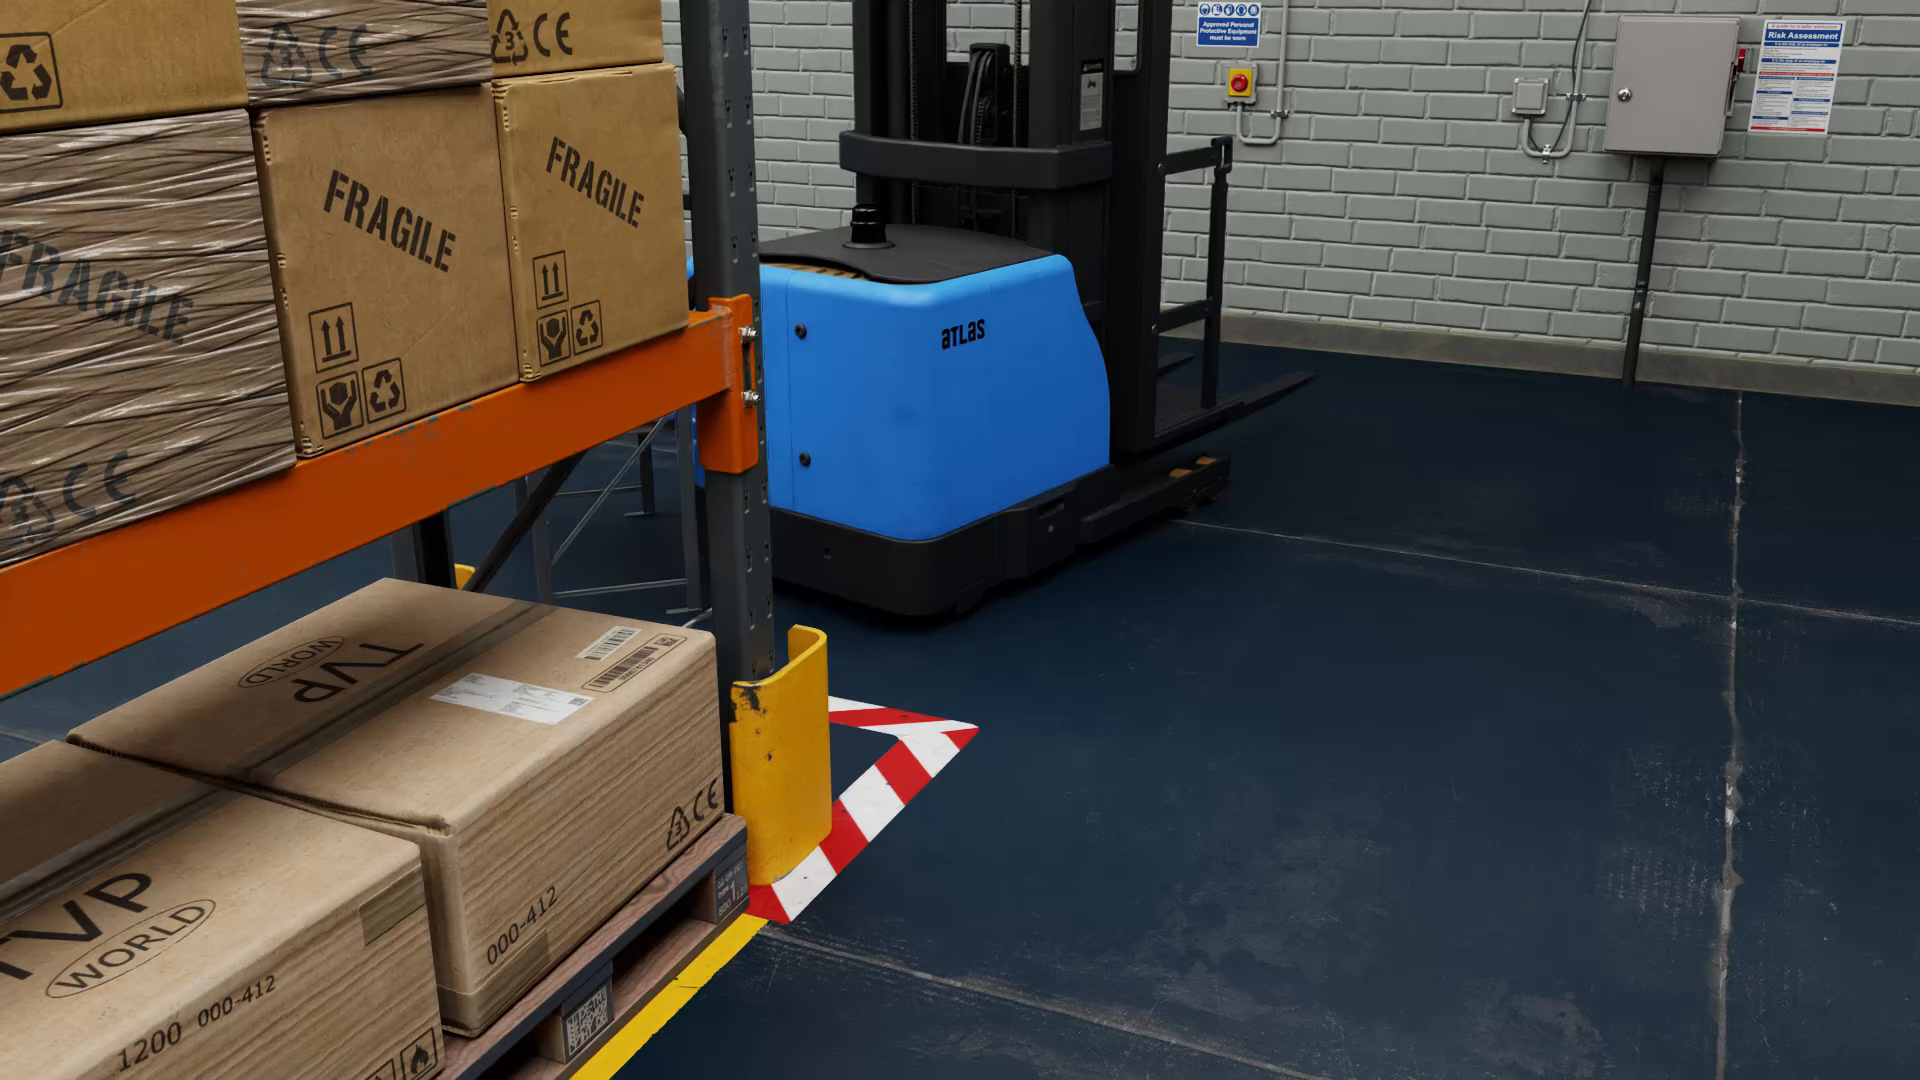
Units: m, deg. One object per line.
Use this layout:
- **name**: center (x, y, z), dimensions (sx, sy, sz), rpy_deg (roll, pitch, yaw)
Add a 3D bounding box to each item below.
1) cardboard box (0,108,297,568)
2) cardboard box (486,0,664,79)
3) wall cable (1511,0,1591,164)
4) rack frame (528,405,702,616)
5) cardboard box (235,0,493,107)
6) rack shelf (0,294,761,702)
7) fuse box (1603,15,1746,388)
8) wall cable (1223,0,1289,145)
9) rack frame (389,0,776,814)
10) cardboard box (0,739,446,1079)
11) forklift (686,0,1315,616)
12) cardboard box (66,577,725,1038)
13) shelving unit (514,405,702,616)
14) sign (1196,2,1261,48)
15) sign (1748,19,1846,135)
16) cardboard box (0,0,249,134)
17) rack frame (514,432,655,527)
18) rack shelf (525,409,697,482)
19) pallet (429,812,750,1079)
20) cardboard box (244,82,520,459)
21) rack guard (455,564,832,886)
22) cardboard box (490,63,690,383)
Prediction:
- **cardboard box**: center (-1.278, -0.301, 2.189), dimensions (0.500, 0.500, 0.500), rpy_deg (9, 22, 24)
- **cardboard box**: center (-0.881, -1.086, 2.904), dimensions (0.500, 0.500, 0.500), rpy_deg (9, 22, 24)
- **wall cable**: center (2.686, -2.762, 7.743), dimensions (0.588, 1.984, 0.122), rpy_deg (9, 21, 23)
- **rack frame**: center (-1.068, -0.456, 5.013), dimensions (0.500, 1.500, 0.032), rpy_deg (-6, 21, -17)
- **cardboard box**: center (-1.068, -0.922, 2.443), dimensions (0.500, 0.500, 0.500), rpy_deg (9, 21, 23)
- **rack shelf**: center (-1.720, 0.203, 1.996), dimensions (1.077, 0.370, 4.000), rpy_deg (9, 21, 23)
- **fuse box**: center (3.244, -1.535, 7.730), dimensions (0.539, 1.711, 0.414), rpy_deg (9, 21, 23)
- **wall cable**: center (1.387, -2.968, 8.275), dimensions (0.585, 1.953, 0.123), rpy_deg (9, 21, 23)
- **rack frame**: center (-0.901, -0.748, 3.594), dimensions (1.000, 3.000, 0.127), rpy_deg (9, 21, 23)
- **cardboard box**: center (-1.447, 0.758, 2.558), dimensions (0.875, 0.438, 0.875), rpy_deg (9, 22, 24)
- **forklift**: center (0.390, -1.574, 6.022), dimensions (1.130, 2.935, 3.031), rpy_deg (14, 24, 35)
- **cardboard box**: center (-1.080, 0.477, 3.348), dimensions (0.875, 0.438, 0.875), rpy_deg (8, 21, 21)
- **shelving unit**: center (-1.226, -0.618, 5.468), dimensions (0.538, 1.500, 1.048), rpy_deg (-6, 21, -17)
- **sign**: center (1.368, -2.627, 8.476), dimensions (0.327, 0.218, 0.001), rpy_deg (9, 21, 23)
- **sign**: center (3.779, -2.092, 7.518), dimensions (0.329, 0.494, 0.001), rpy_deg (9, 21, 23)
- **cardboard box**: center (-1.274, -0.771, 2.019), dimensions (0.500, 0.500, 0.500), rpy_deg (8, 21, 22)
- **rack frame**: center (-1.384, -0.780, 5.923), dimensions (0.500, 1.500, 0.032), rpy_deg (-6, 21, -17)
- **rack shelf**: center (-1.226, -0.448, 5.528), dimensions (0.538, 0.185, 1.000), rpy_deg (-6, 21, -17)
- **pallet**: center (-1.157, 0.821, 3.344), dimensions (1.003, 0.211, 1.213), rpy_deg (9, 21, 23)
- **cardboard box**: center (-1.076, -0.460, 2.635), dimensions (0.500, 0.500, 0.500), rpy_deg (8, 21, 22)
- **rack guard**: center (-0.891, 0.423, 4.034), dimensions (1.175, 0.500, 0.348), rpy_deg (9, 21, 23)
- **cardboard box**: center (-0.857, -0.611, 3.061), dimensions (0.500, 0.500, 0.500), rpy_deg (9, 21, 23)
